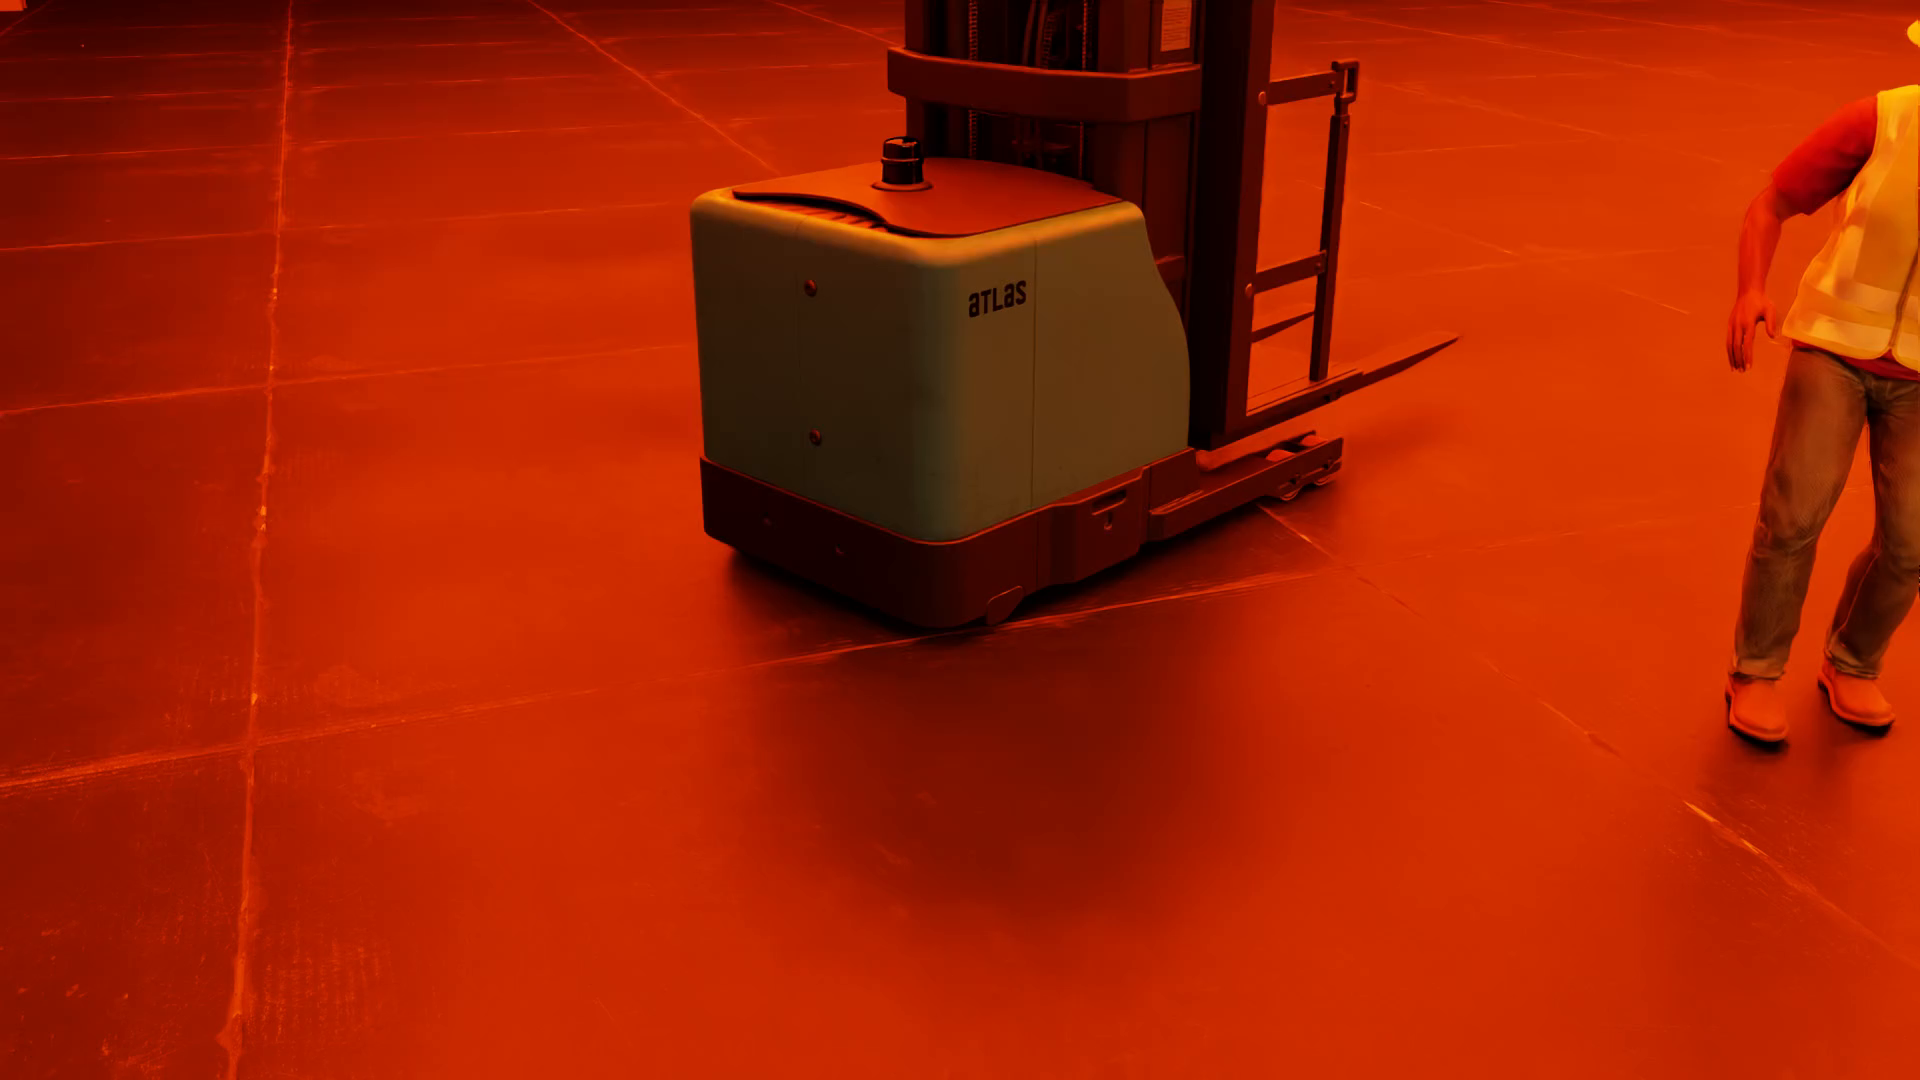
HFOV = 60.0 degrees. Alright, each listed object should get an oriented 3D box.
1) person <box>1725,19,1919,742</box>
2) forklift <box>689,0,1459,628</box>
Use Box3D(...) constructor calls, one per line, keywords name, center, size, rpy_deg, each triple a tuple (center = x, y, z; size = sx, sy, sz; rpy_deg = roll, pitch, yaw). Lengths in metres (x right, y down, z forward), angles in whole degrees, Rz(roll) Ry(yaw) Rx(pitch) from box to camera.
Box3D(name="person", center=(2.126, -0.367, 3.727), size=(0.775, 1.731, 0.509), rpy_deg=(10, 25, 22))
Box3D(name="forklift", center=(0.622, -1.600, 5.102), size=(1.130, 2.935, 3.031), rpy_deg=(21, 30, 40))
